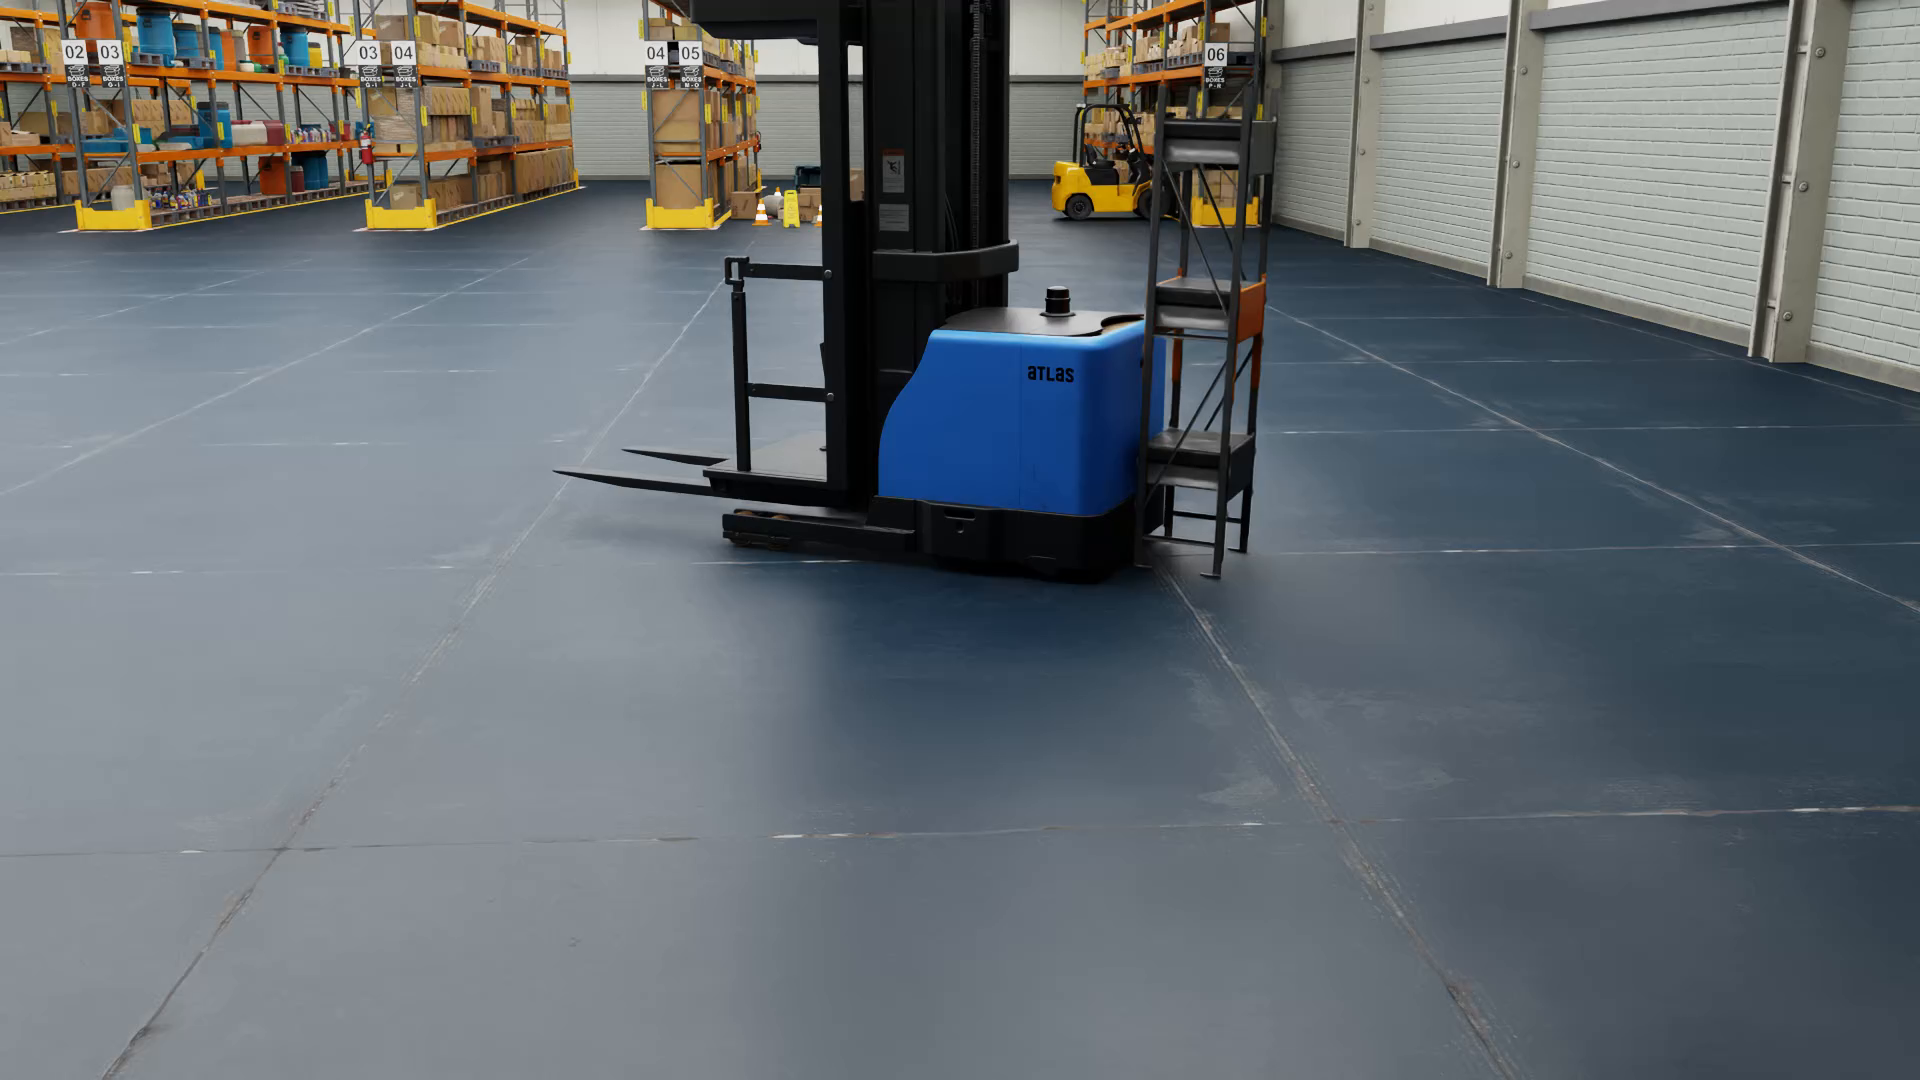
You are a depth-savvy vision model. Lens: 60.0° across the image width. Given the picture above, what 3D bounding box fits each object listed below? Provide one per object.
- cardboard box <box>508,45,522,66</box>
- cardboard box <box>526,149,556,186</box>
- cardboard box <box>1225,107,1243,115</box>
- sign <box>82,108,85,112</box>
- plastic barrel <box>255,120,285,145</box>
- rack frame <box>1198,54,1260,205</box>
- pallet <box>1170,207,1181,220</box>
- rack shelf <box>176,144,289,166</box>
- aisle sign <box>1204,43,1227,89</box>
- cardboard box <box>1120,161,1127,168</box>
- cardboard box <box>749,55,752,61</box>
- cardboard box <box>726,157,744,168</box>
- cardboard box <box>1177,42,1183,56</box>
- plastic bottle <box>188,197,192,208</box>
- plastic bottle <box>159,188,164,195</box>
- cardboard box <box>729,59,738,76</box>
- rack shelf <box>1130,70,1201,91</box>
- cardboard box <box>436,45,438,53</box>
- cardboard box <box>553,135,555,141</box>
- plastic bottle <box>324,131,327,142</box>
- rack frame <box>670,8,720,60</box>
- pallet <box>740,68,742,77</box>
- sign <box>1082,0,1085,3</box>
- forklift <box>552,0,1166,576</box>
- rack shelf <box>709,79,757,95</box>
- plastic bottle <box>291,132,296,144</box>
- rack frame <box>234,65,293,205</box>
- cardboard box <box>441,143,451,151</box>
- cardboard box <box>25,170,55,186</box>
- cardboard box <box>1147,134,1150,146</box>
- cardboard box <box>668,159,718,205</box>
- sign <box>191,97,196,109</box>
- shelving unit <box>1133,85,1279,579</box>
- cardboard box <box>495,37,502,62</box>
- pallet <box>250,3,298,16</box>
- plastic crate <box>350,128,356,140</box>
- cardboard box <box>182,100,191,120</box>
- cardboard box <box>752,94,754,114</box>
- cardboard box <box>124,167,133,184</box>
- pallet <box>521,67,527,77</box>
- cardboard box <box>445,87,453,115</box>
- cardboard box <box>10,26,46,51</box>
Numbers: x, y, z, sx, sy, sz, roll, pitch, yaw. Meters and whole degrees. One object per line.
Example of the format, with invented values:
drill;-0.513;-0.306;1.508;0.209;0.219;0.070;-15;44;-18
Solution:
cardboard box;-10.618;-11.231;38.587;0.797;0.503;0.637;-1;14;-4
cardboard box;-10.679;-9.352;41.774;0.875;0.875;0.875;-1;14;-3
cardboard box;5.063;-7.851;30.423;0.380;0.149;0.250;-1;14;-5
sign;-21.146;-10.269;40.180;0.100;0.325;0.005;-1;14;-3
plastic barrel;-15.082;-8.896;36.308;0.600;0.536;0.708;-1;14;-3
rack frame;4.871;-7.258;30.216;1.000;3.000;0.127;-1;14;-3
pallet;4.709;-6.400;32.476;1.003;0.211;1.213;-1;14;-3
rack shelf;-15.289;-8.095;34.912;1.077;0.370;4.000;-1;14;-3
aisle sign;4.582;-8.496;29.811;0.394;0.787;0.004;-1;14;-3
cardboard box;4.038;-9.004;39.872;0.380;0.149;0.250;-2;15;-6
cardboard box;-5.636;-12.605;43.473;0.380;0.149;0.250;-1;14;-3
cardboard box;-5.397;-8.979;39.572;0.500;0.250;0.500;-2;15;-6
cardboard box;4.412;-9.518;32.207;0.396;0.266;0.258;-1;14;-5
plastic bottle;-14.765;-6.450;31.810;0.097;0.201;0.097;0;14;0
plastic bottle;-15.530;-6.669;32.359;0.144;0.351;0.185;0;14;-2
cardboard box;-5.283;-10.716;37.434;0.500;0.500;0.500;-1;14;-3
rack shelf;4.499;-9.855;35.731;1.077;0.370;4.000;-1;14;-3
cardboard box;-9.869;-9.058;30.693;0.380;0.149;0.250;-1;14;-4
cardboard box;-10.455;-10.165;42.019;0.380;0.149;0.250;-1;14;-5
plastic bottle;-15.291;-9.691;39.922;0.152;0.276;0.135;-1;14;-3
rack frame;-5.265;-10.979;32.638;1.000;3.000;0.127;-1;14;-3
pallet;-5.762;-11.012;39.163;1.213;0.211;1.003;-1;14;-3
sign;3.338;-14.625;44.775;0.100;0.325;0.005;-1;14;-3
forklift;-0.576;-1.484;7.910;3.031;2.935;1.130;6;16;23
rack shelf;-5.885;-11.665;42.768;1.077;0.370;4.000;-1;14;-3
plastic bottle;-15.146;-9.108;37.656;0.152;0.276;0.135;-1;14;-3
rack frame;-15.413;-8.941;36.755;1.000;3.000;0.127;-1;14;-3
cardboard box;-9.750;-7.355;31.096;0.380;0.149;0.250;-1;14;-3
cardboard box;-20.079;-7.882;36.191;0.500;0.311;0.500;-1;14;-2
cardboard box;4.294;-8.550;35.540;0.500;0.250;0.500;-1;14;-3
cardboard box;-5.296;-7.091;32.986;0.875;0.875;0.875;-1;14;-3
sign;-20.298;-11.572;44.025;0.100;0.325;0.005;-1;14;-3
shelving unit;1.088;-0.925;7.384;0.431;2.100;0.503;8;16;22
cardboard box;-10.148;-10.518;35.663;0.500;0.500;0.500;-1;14;-4
pallet;-15.427;-11.741;36.780;1.213;0.211;1.003;-1;14;-3
plastic crate;-15.572;-10.290;42.116;0.437;0.282;0.530;-1;14;-3
cardboard box;-20.551;-11.281;43.644;0.500;0.500;0.500;-1;14;-4
cardboard box;-5.659;-11.370;43.392;0.500;0.500;0.500;0;14;-1
cardboard box;-20.288;-8.744;40.125;0.500;0.500;0.500;-1;14;-4
pallet;-10.635;-10.816;38.402;1.003;0.211;1.213;0;14;-1
cardboard box;-9.830;-8.218;31.143;0.500;0.500;0.500;-1;14;-3
cardboard box;-20.378;-10.959;36.373;0.500;0.500;0.500;-1;14;-3
